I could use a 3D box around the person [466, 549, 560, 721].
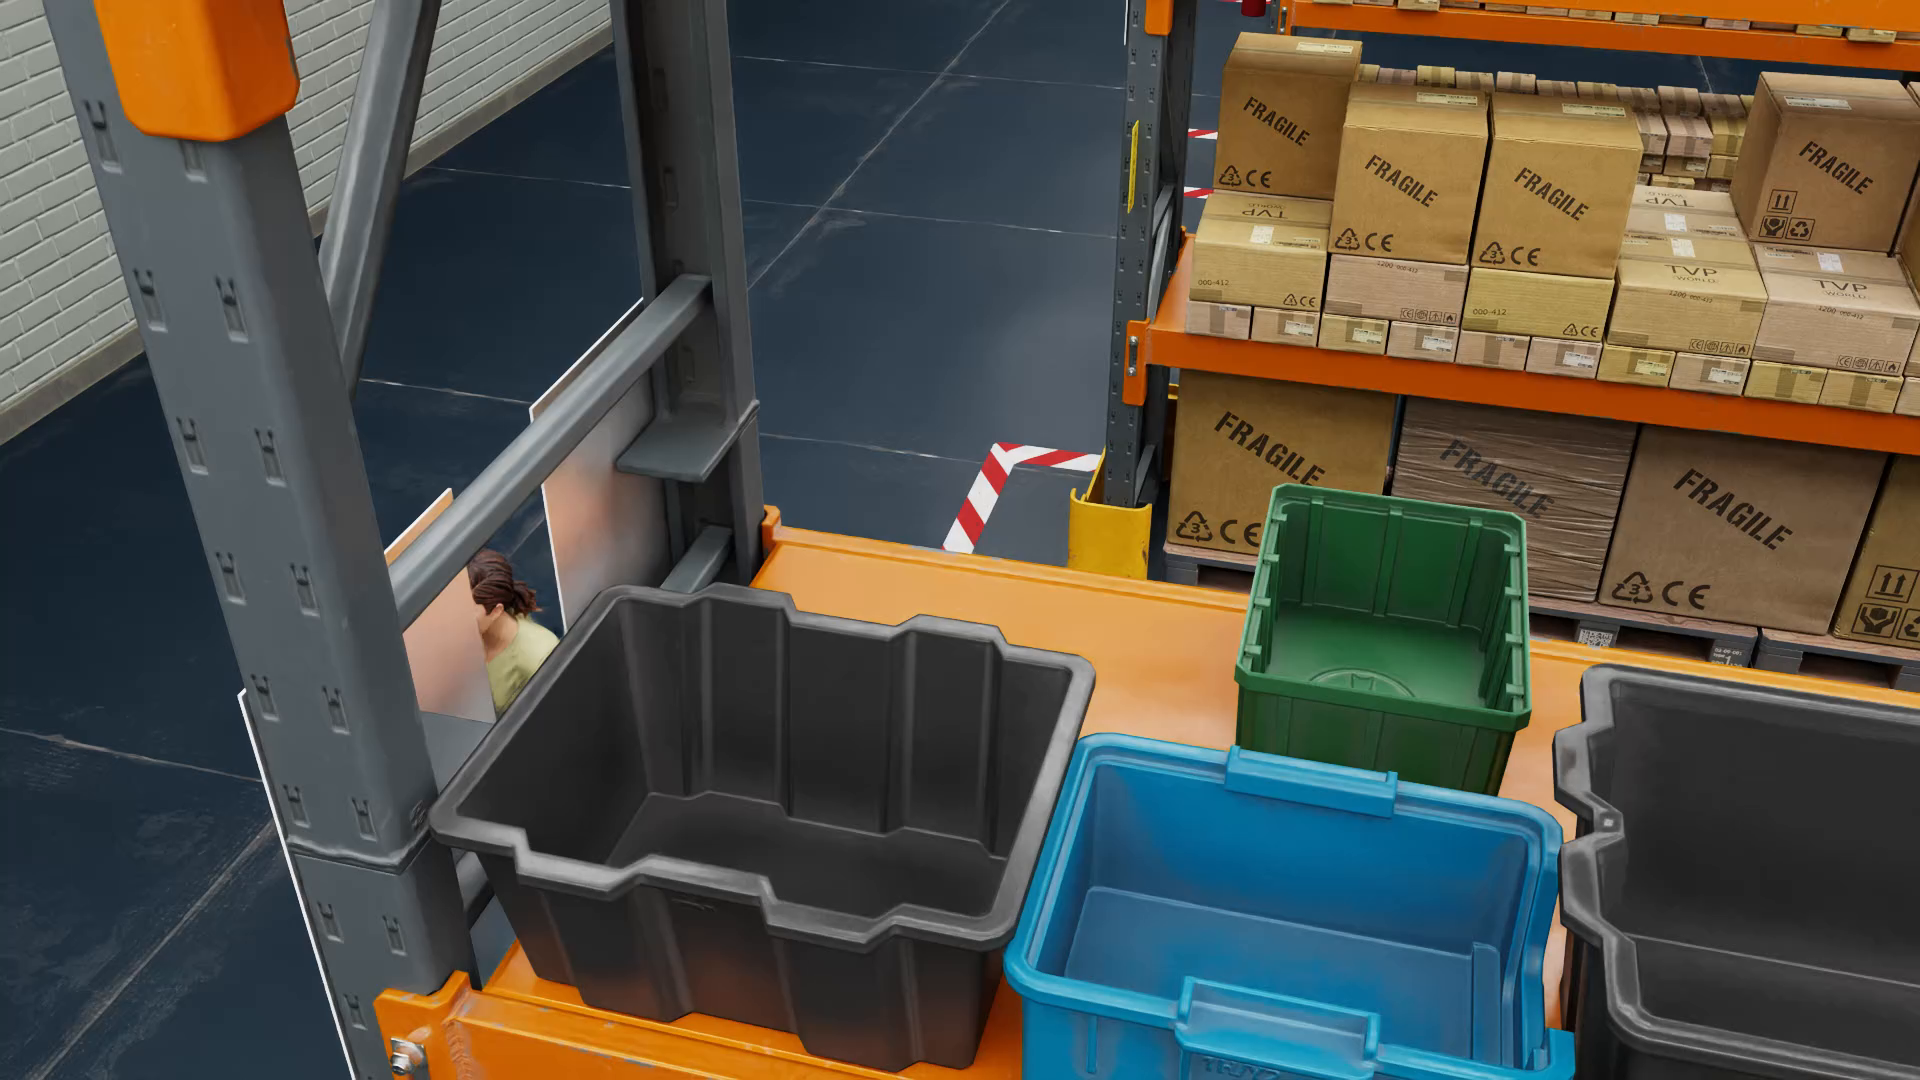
[{"bbox_3d":[-1.189,0.624,5.245,0.745,1.604,0.607,-28,42,-36],"label":"person"}]
